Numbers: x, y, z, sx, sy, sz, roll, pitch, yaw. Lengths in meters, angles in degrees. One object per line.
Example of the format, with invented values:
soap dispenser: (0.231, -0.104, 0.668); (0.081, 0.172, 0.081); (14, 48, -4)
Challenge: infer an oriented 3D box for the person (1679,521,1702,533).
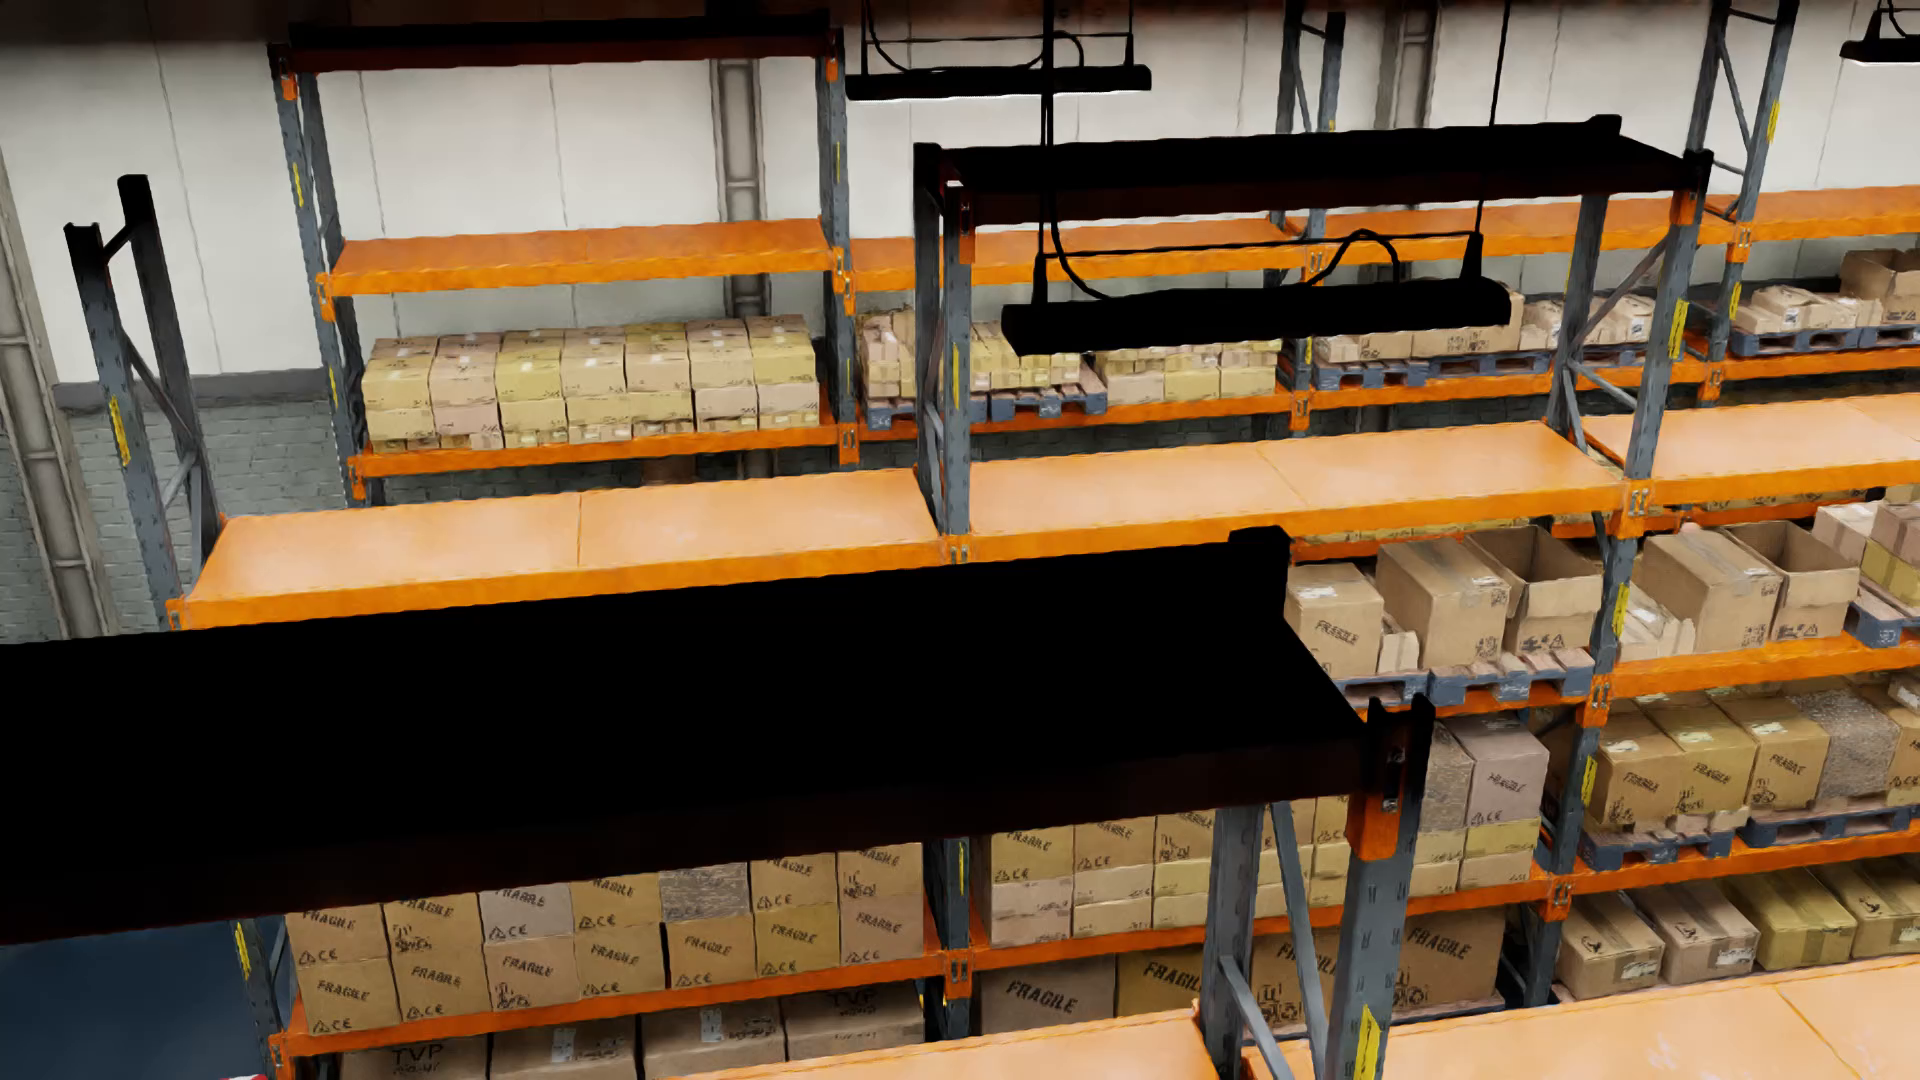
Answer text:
person: (6.437, 0.629, 14.987); (0.625, 1.718, 0.577); (7, 27, 13)
